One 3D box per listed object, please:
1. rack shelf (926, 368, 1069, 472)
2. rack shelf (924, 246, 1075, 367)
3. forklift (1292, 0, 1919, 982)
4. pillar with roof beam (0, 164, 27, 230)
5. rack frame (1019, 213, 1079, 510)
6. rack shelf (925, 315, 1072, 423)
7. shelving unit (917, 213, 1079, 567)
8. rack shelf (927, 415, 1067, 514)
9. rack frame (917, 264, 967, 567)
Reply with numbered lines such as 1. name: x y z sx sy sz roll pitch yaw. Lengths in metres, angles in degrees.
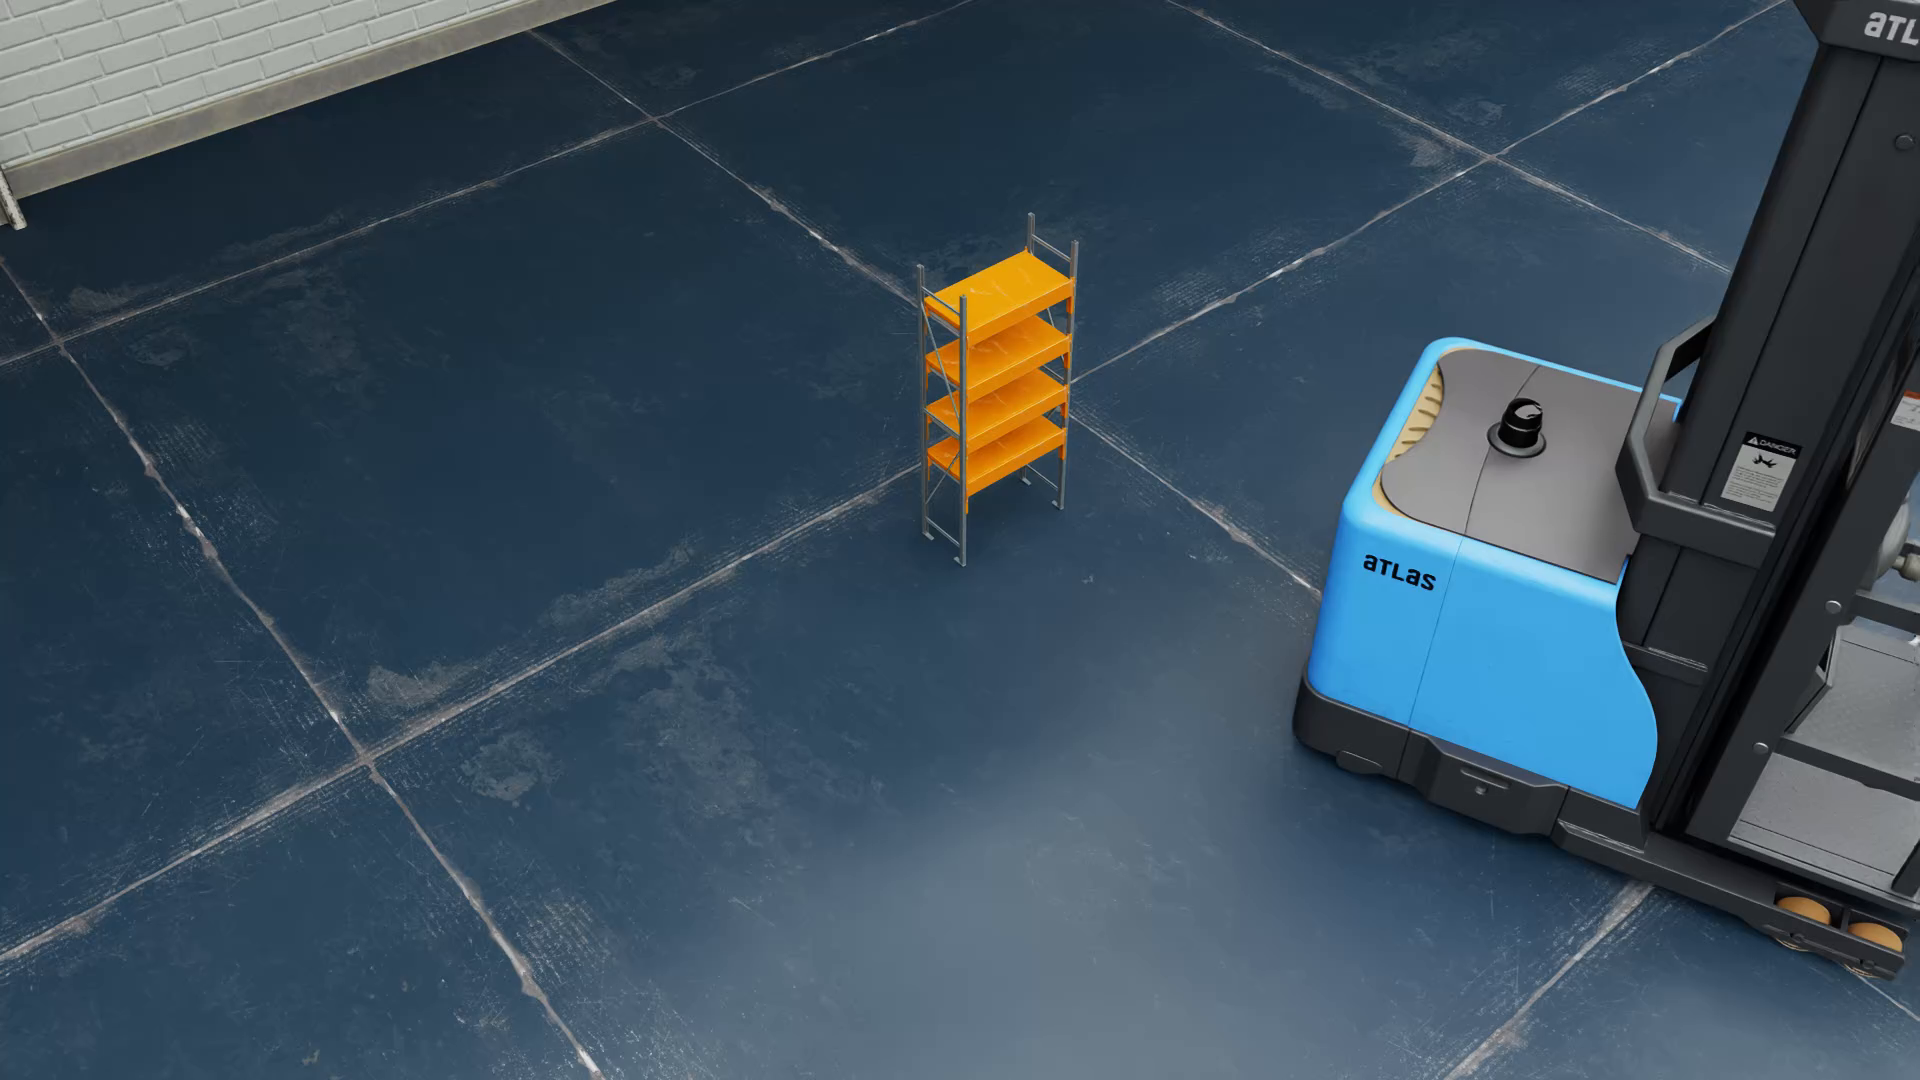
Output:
1. rack shelf: 0.127 -0.461 5.963 0.480 0.148 0.258 -30 51 -28
2. rack shelf: 0.127 -0.796 5.648 0.480 0.148 0.258 -30 51 -28
3. forklift: 2.646 -0.205 4.328 3.031 2.935 1.130 20 47 20
4. pillar with roof beam: -1.874 -2.490 2.328 0.400 9.000 9.100 -30 51 -28
5. rack frame: 0.314 -0.617 6.031 0.015 1.200 0.240 -30 51 -28
6. rack shelf: 0.127 -0.624 5.810 0.480 0.148 0.258 -30 51 -28
7. shelving unit: 0.127 -0.510 5.917 0.503 1.200 0.258 -30 51 -28
8. rack shelf: 0.127 -0.316 6.099 0.480 0.148 0.258 -30 51 -28
9. rack frame: -0.060 -0.403 5.803 0.015 1.200 0.240 -30 51 -28
